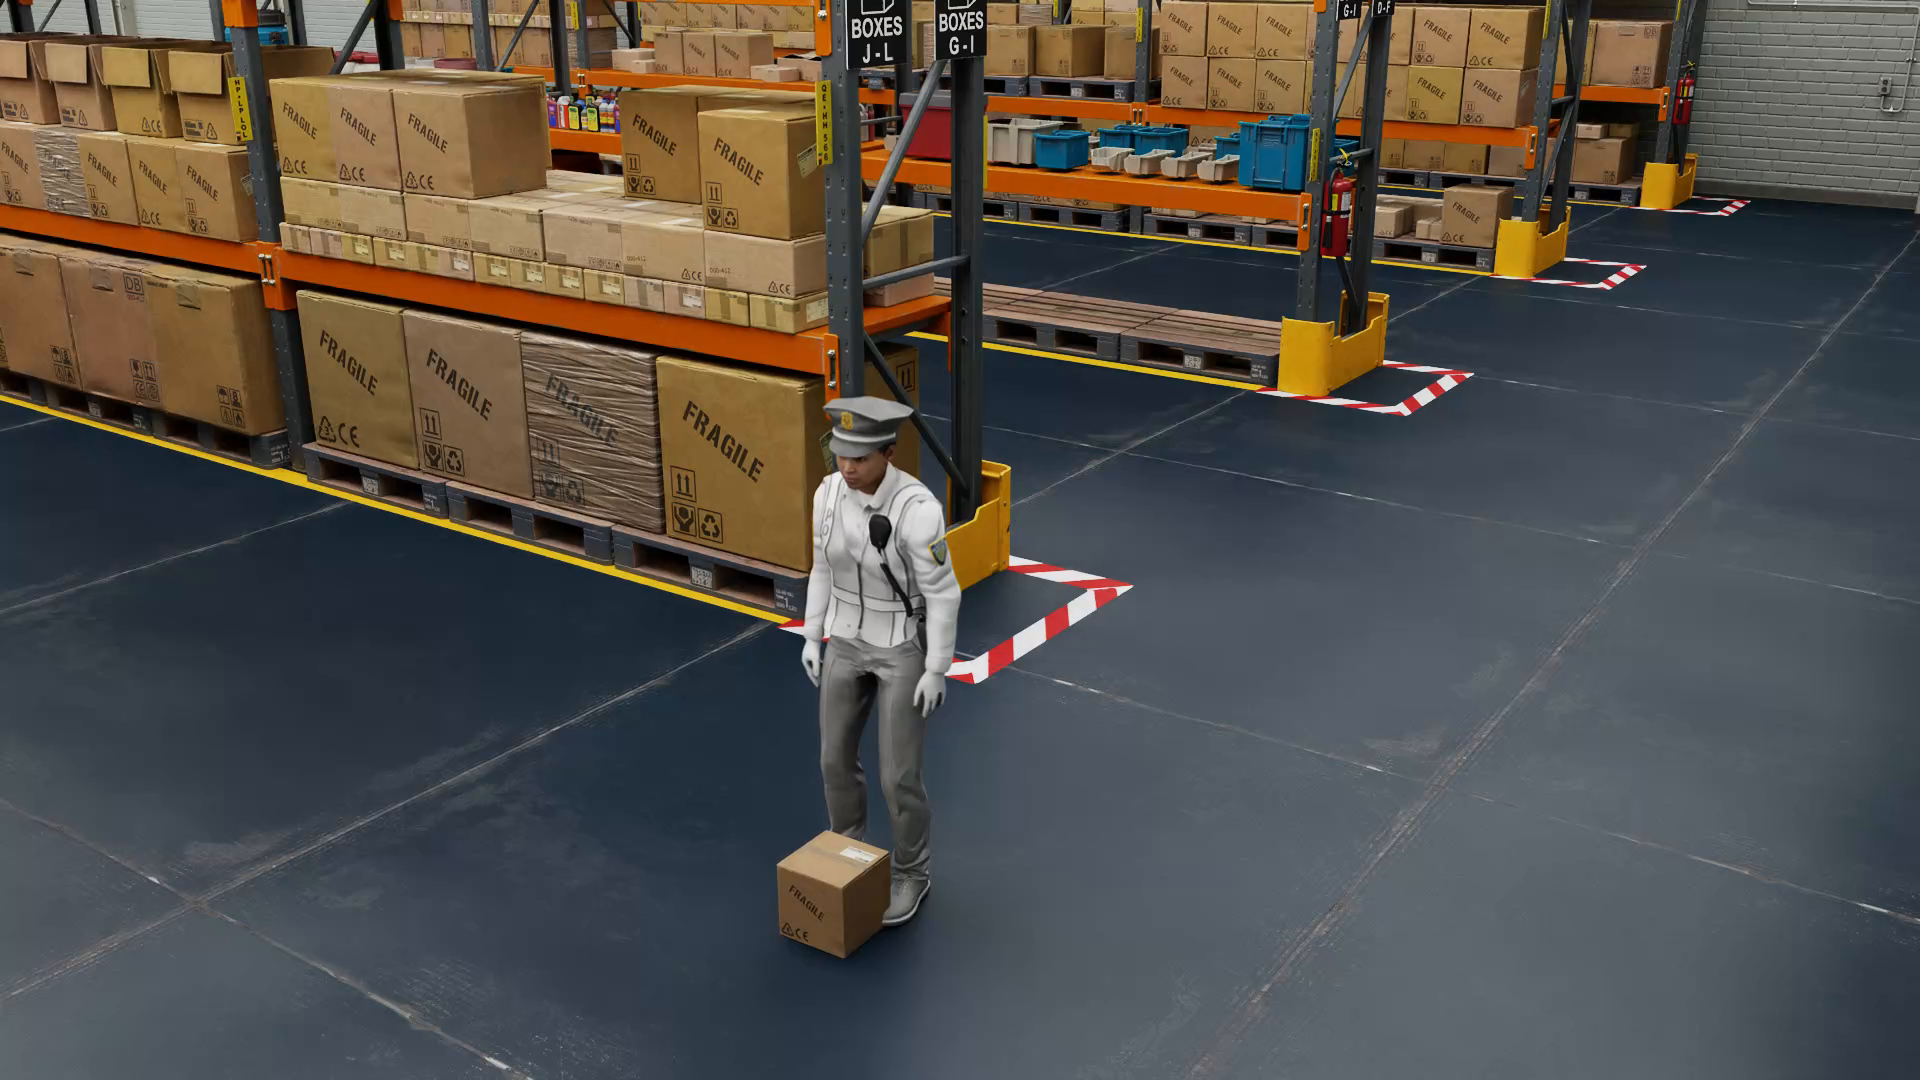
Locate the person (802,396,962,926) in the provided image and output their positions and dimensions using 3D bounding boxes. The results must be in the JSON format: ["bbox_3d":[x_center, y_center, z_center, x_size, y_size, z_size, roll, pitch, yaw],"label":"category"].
[{"bbox_3d":[-0.255,0.357,5.085,0.528,1.662,0.375,12,23,30],"label":"person"}]
